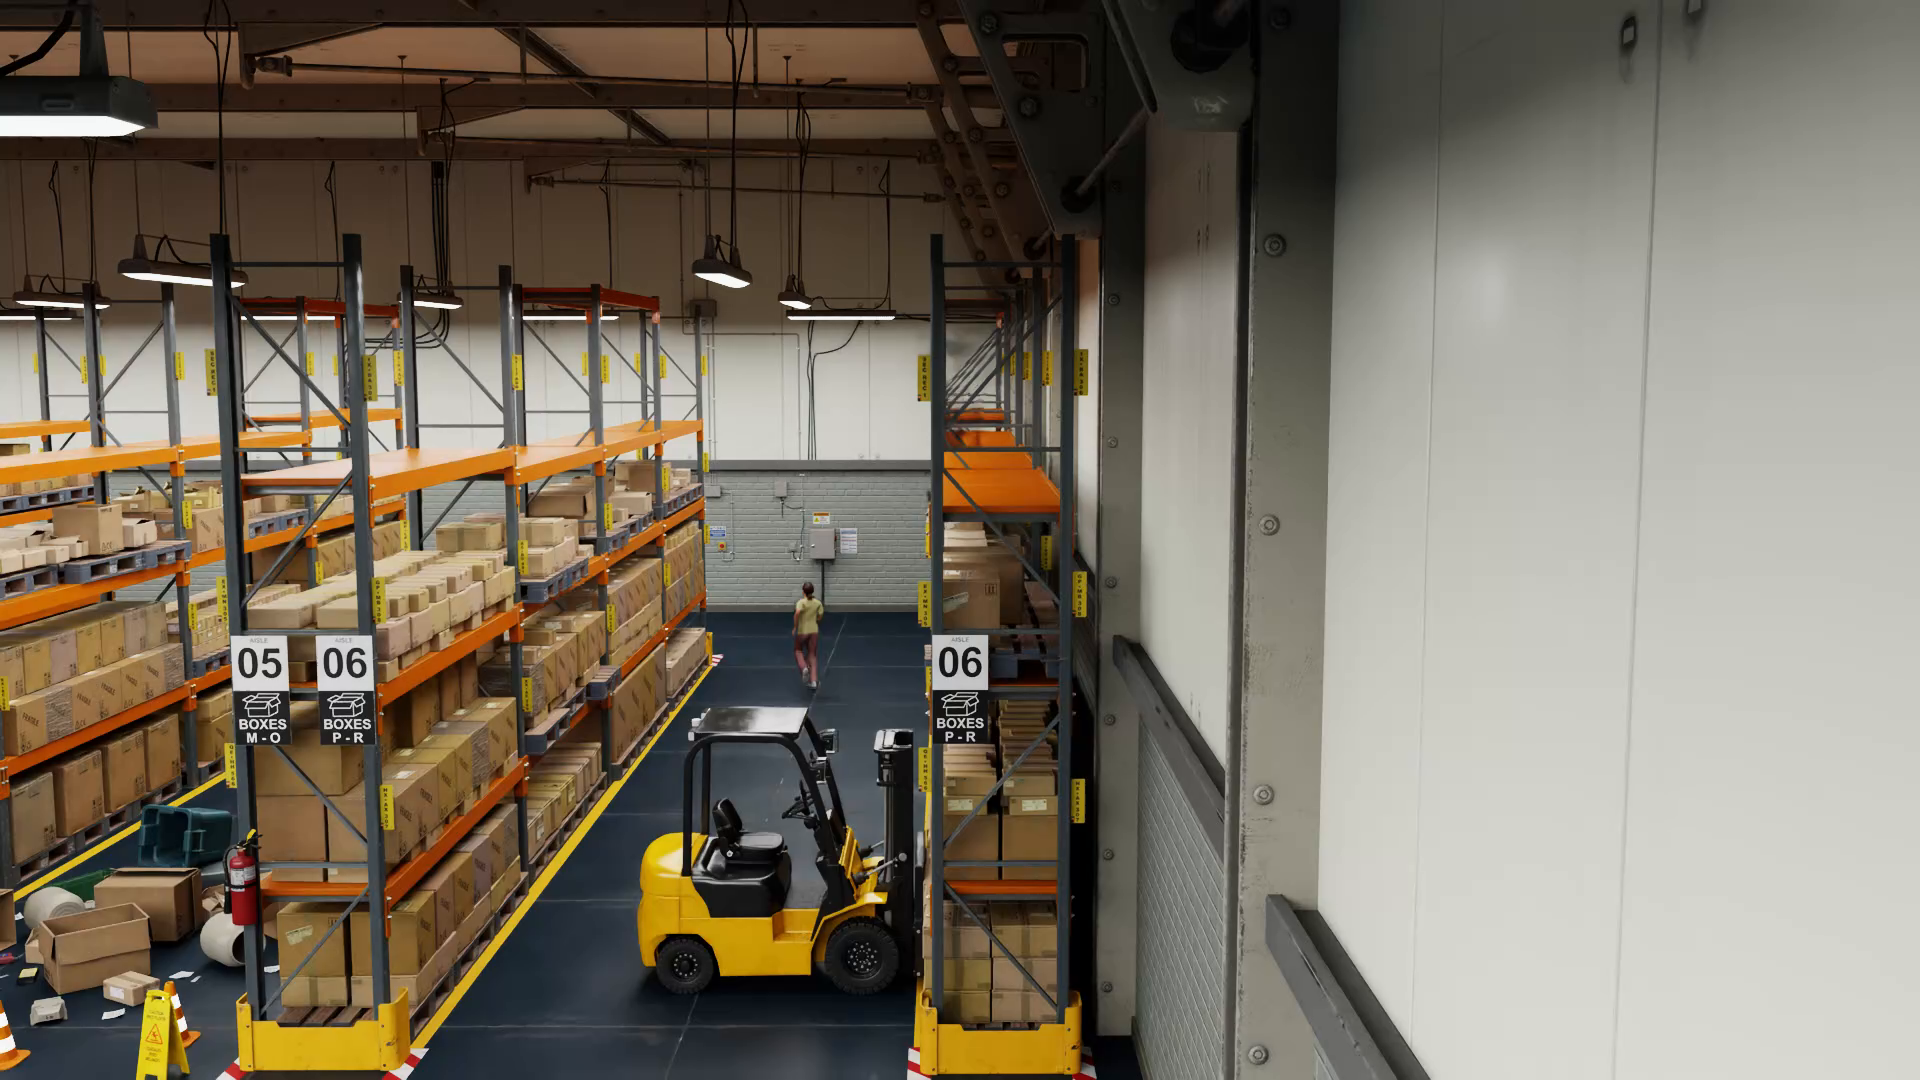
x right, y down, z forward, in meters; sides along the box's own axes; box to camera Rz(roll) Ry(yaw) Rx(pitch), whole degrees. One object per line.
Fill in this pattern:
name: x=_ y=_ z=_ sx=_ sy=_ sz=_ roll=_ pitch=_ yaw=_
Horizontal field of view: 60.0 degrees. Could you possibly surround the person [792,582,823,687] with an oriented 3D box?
person: x=-2.399 y=1.470 z=26.054 sx=0.553 sy=1.627 sz=0.679 roll=-3 pitch=7 yaw=-25
